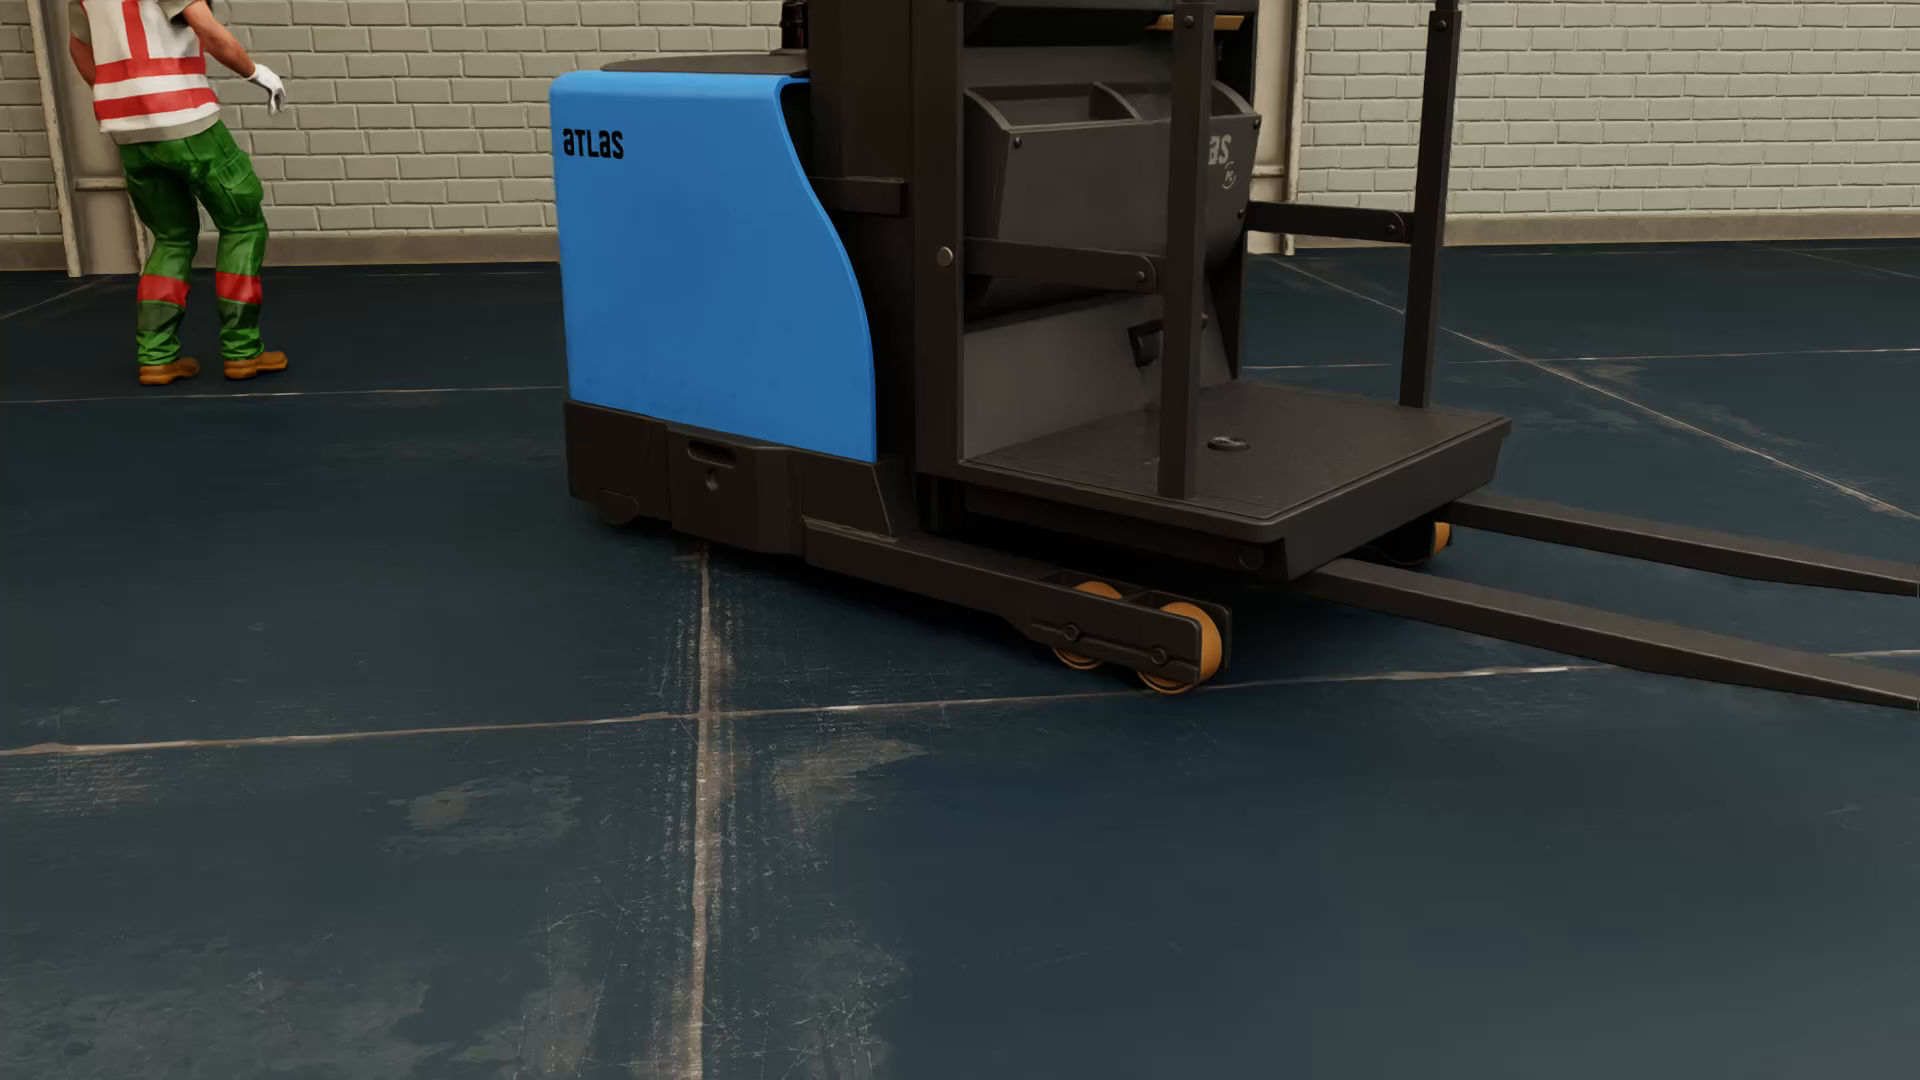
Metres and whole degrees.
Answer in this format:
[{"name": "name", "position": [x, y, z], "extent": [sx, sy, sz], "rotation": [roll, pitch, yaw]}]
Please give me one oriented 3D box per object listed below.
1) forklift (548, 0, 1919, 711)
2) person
[{"name": "forklift", "position": [0.493, -1.294, 3.180], "extent": [3.031, 2.935, 1.130], "rotation": [13, 21, 37]}, {"name": "person", "position": [-2.667, -1.396, 5.644], "extent": [0.763, 1.728, 0.520], "rotation": [7, 18, 22]}]
